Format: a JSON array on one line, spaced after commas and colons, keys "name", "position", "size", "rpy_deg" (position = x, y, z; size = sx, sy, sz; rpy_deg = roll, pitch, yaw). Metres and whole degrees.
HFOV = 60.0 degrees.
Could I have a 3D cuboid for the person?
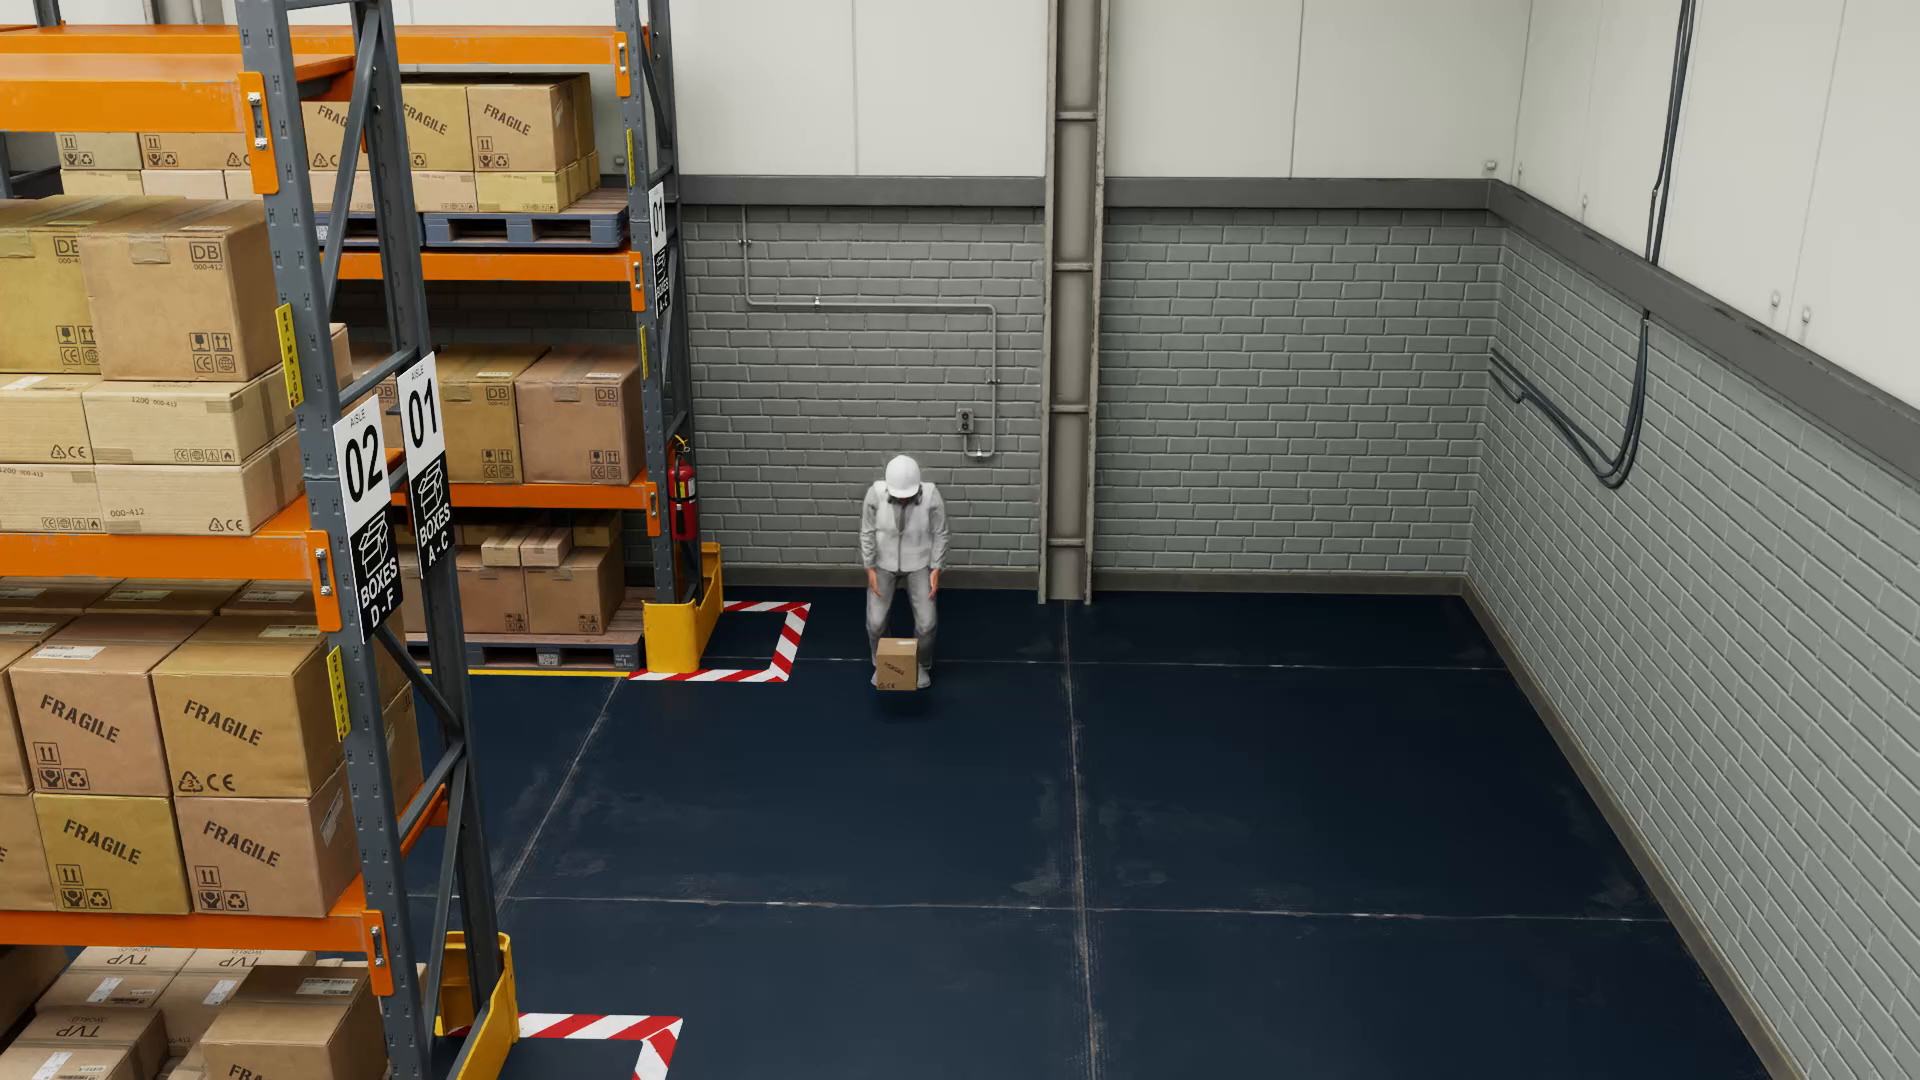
[{"name": "person", "position": [-0.354, 0.178, 10.789], "size": [0.581, 1.628, 0.604], "rpy_deg": [1, 21, 3]}]
